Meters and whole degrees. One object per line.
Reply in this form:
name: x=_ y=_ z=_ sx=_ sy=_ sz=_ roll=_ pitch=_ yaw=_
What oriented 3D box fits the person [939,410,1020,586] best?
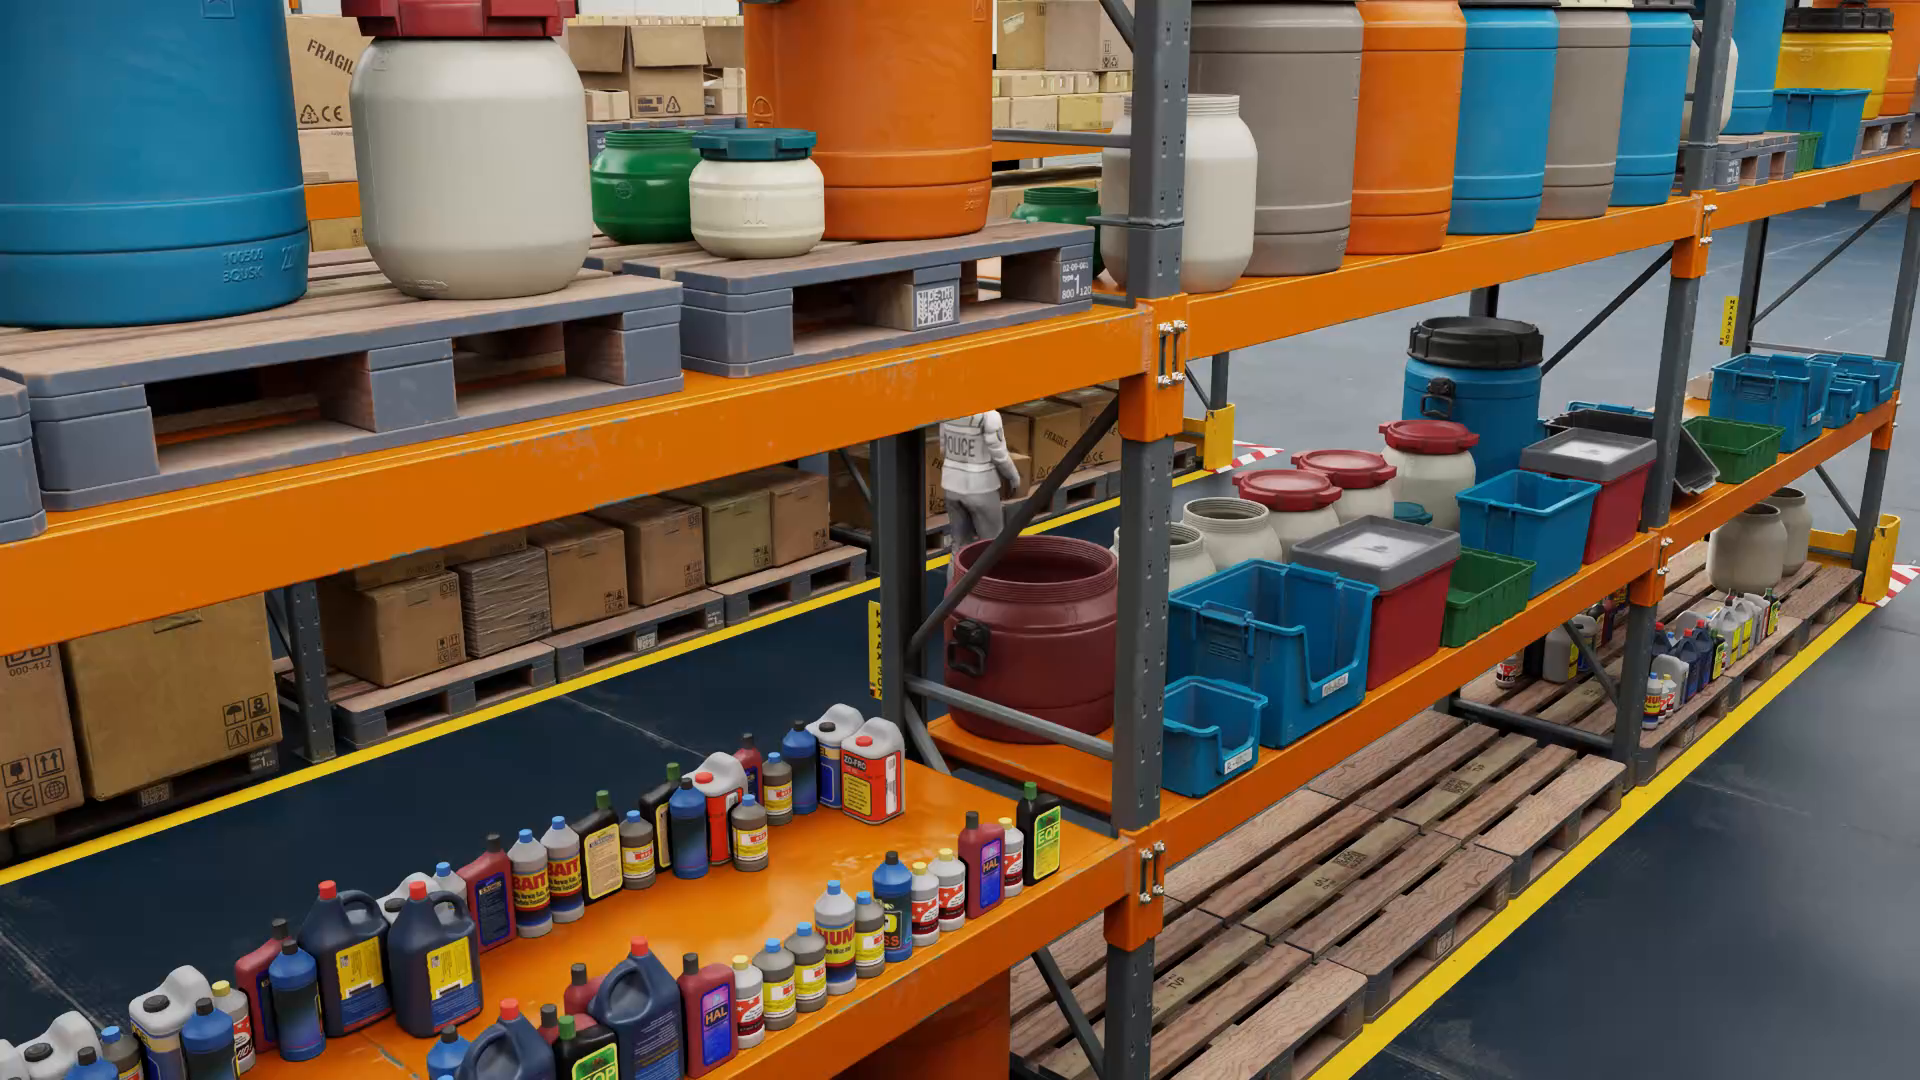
person: x=0.117 y=-0.305 z=9.987 sx=0.494 sy=1.690 sz=0.464 roll=14 pitch=22 yaw=39
